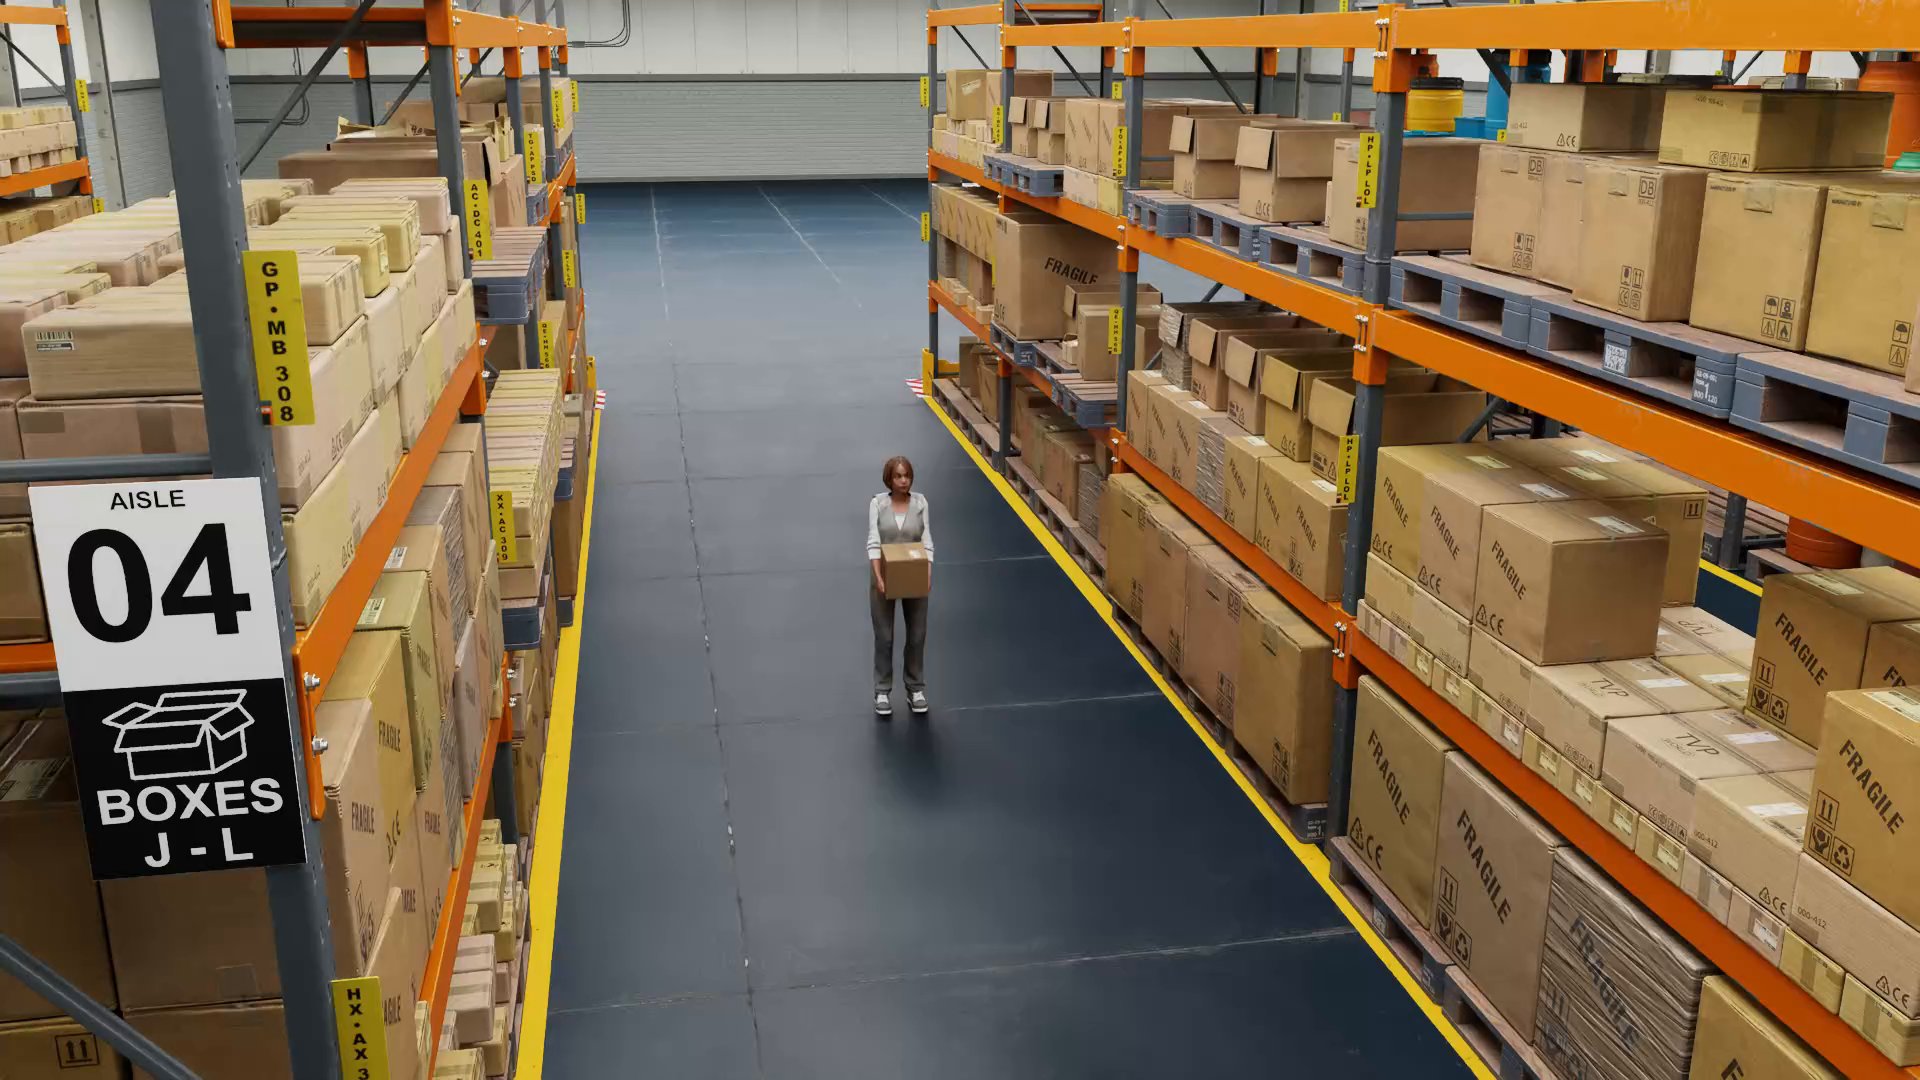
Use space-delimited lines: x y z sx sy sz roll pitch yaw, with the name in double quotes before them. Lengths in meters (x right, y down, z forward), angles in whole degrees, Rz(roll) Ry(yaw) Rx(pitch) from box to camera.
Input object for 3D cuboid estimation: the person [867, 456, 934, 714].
"person" -0.356 0.299 10.067 0.406 1.588 0.500 -3 17 -10
